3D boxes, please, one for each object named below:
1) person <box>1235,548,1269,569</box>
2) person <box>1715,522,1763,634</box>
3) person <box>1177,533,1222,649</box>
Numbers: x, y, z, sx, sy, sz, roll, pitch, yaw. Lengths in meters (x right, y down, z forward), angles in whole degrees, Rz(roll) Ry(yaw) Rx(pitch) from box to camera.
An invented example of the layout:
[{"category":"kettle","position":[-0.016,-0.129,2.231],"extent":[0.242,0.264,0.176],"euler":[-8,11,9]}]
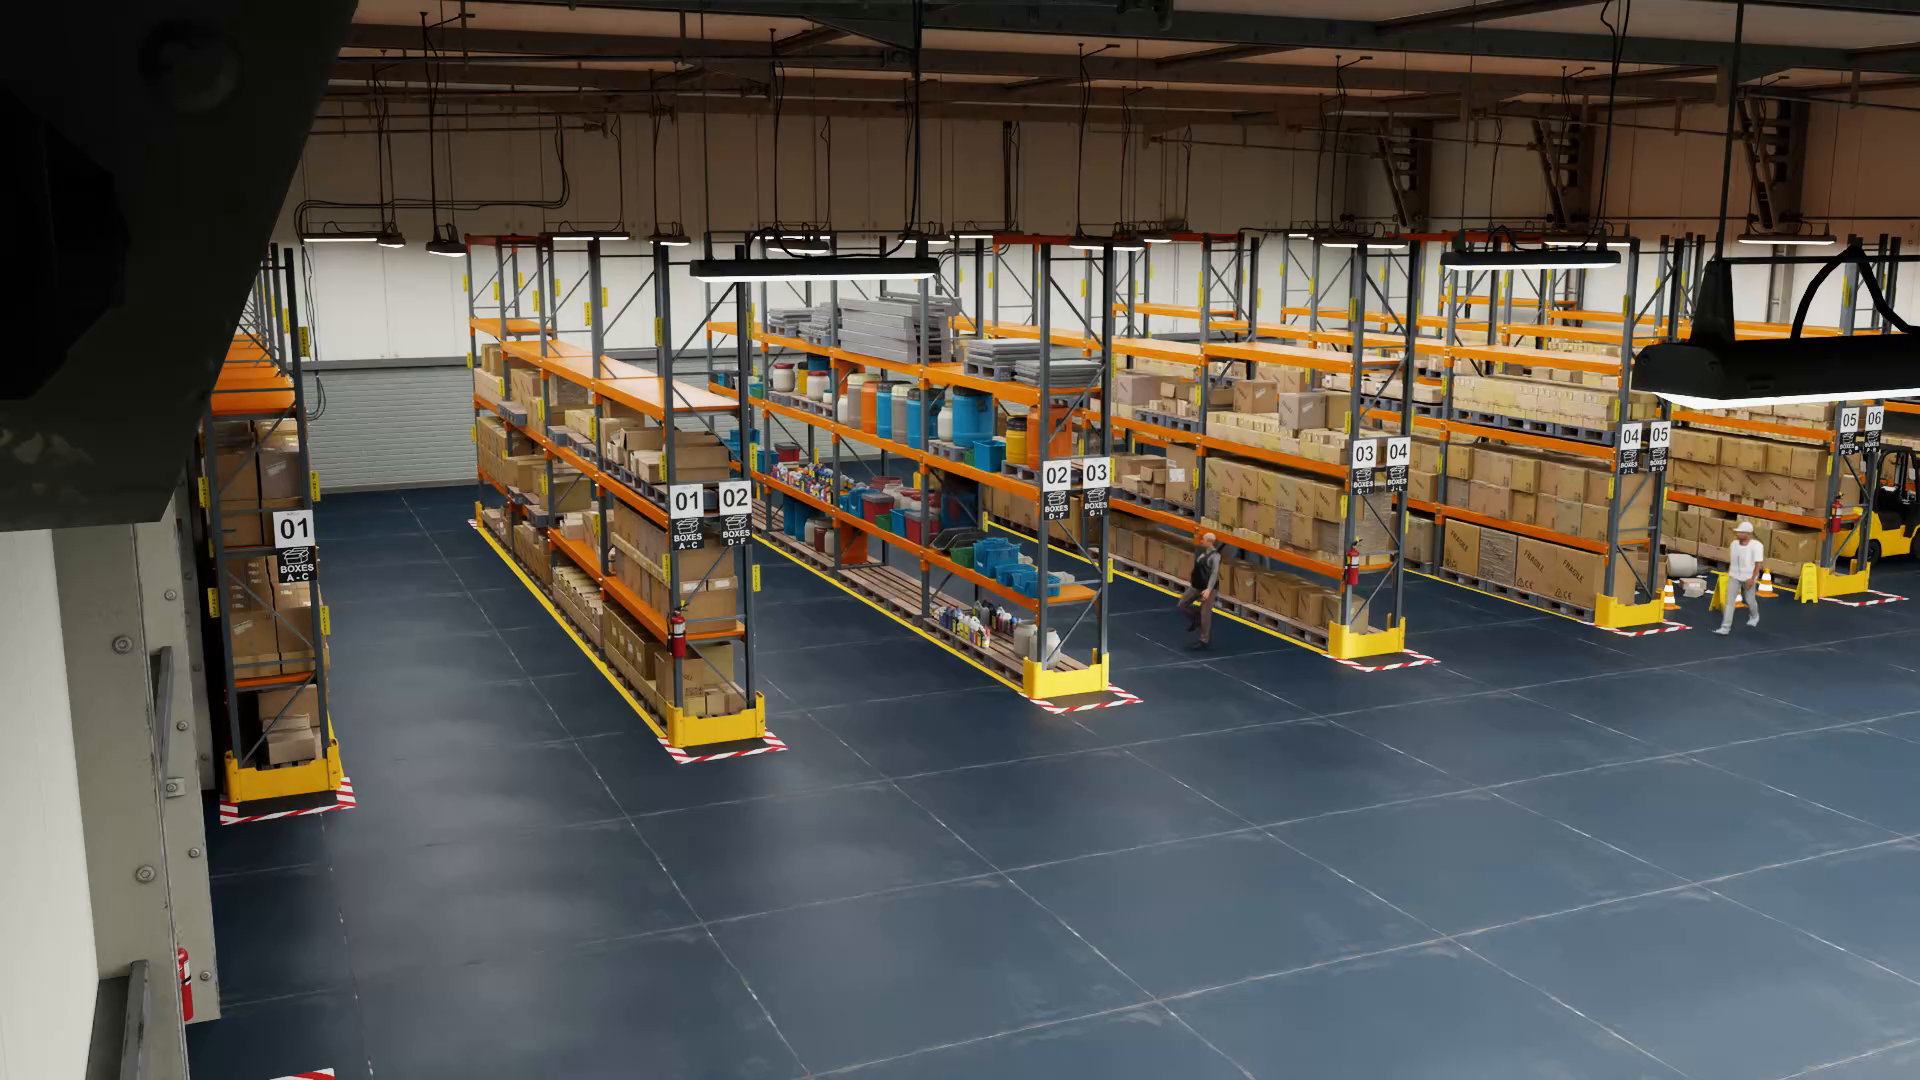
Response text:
[{"category":"person","position":[5.274,-0.165,29.488],"extent":[0.754,1.720,1.066],"euler":[-5,12,-24]},{"category":"person","position":[12.055,0.581,25.590],"extent":[0.531,1.734,1.039],"euler":[10,15,41]},{"category":"person","position":[3.604,0.753,24.775],"extent":[0.582,1.712,0.563],"euler":[-8,14,-36]}]
